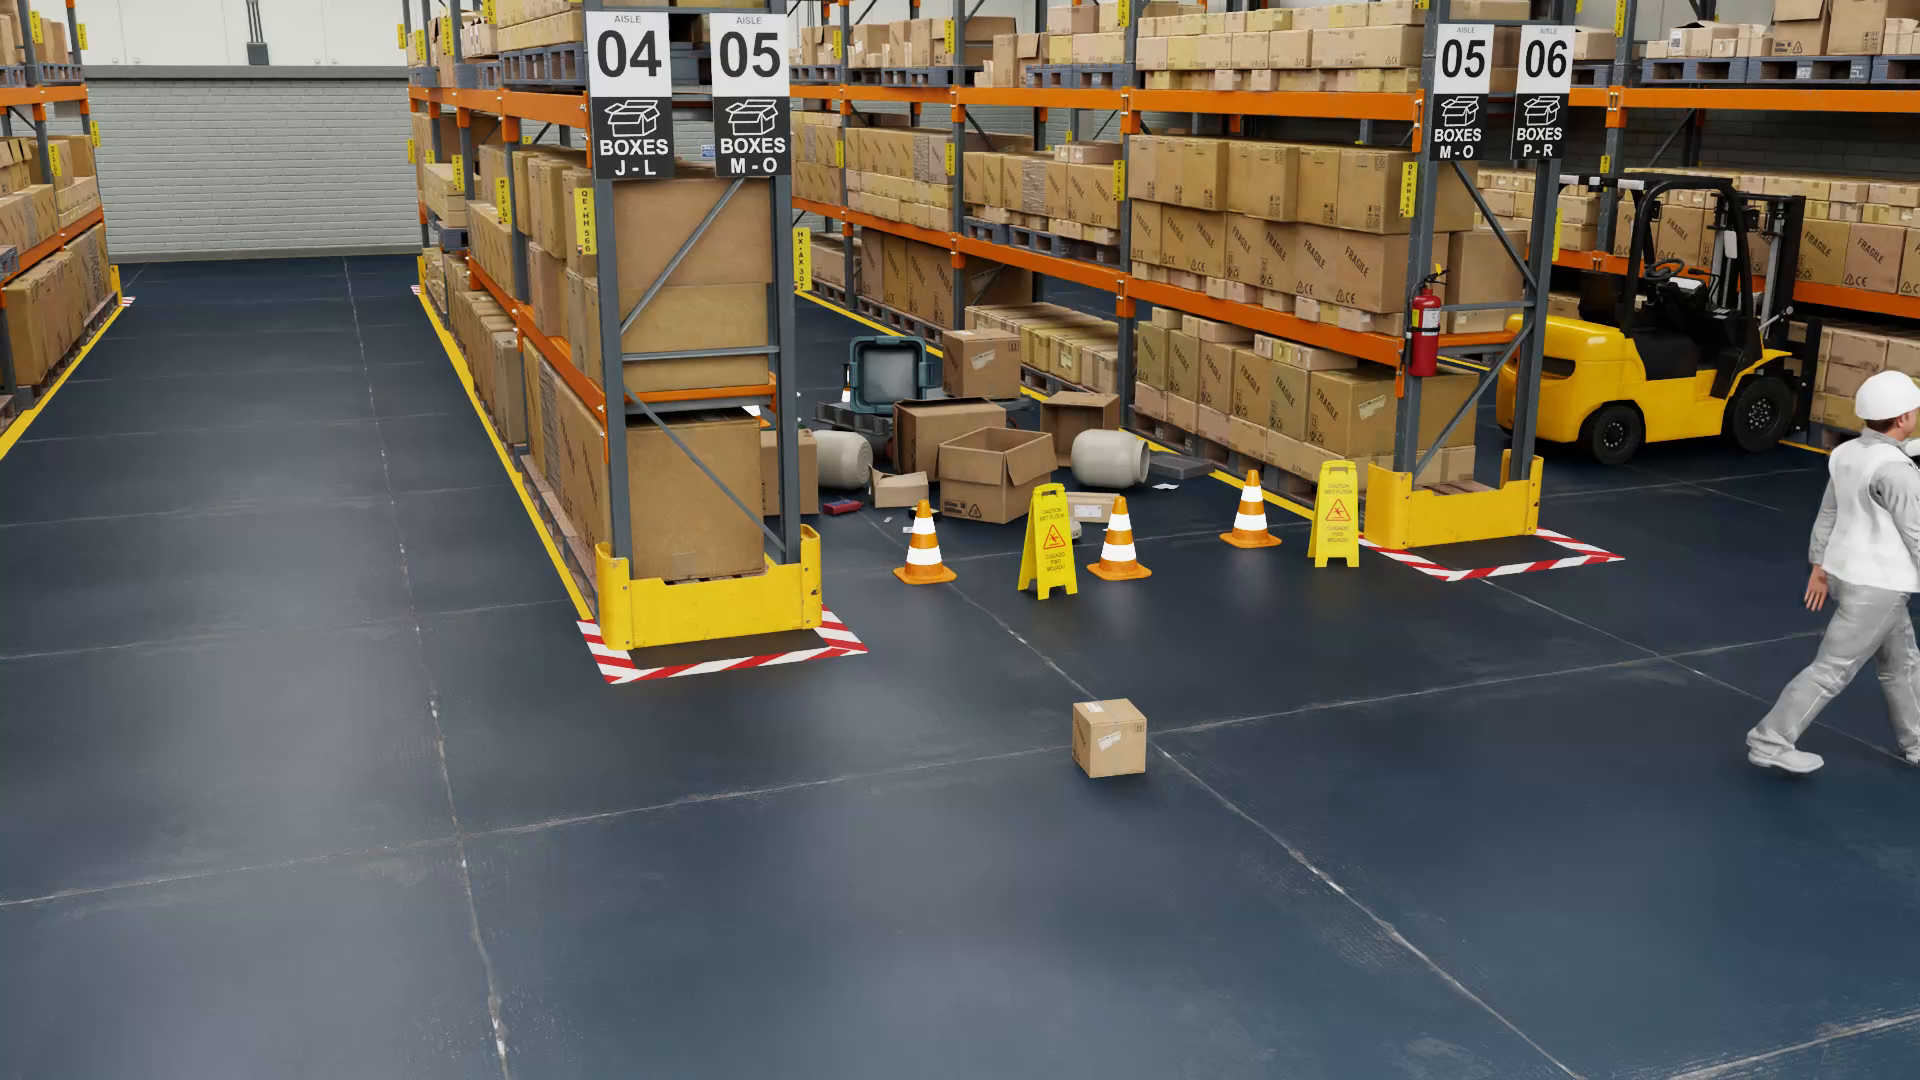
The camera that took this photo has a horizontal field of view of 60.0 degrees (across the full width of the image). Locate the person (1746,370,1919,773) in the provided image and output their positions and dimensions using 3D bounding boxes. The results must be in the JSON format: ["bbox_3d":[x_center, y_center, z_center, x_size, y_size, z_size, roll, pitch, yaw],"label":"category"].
[{"bbox_3d":[3.876,0.153,6.898,1.013,1.717,0.537,2,16,8],"label":"person"}]
